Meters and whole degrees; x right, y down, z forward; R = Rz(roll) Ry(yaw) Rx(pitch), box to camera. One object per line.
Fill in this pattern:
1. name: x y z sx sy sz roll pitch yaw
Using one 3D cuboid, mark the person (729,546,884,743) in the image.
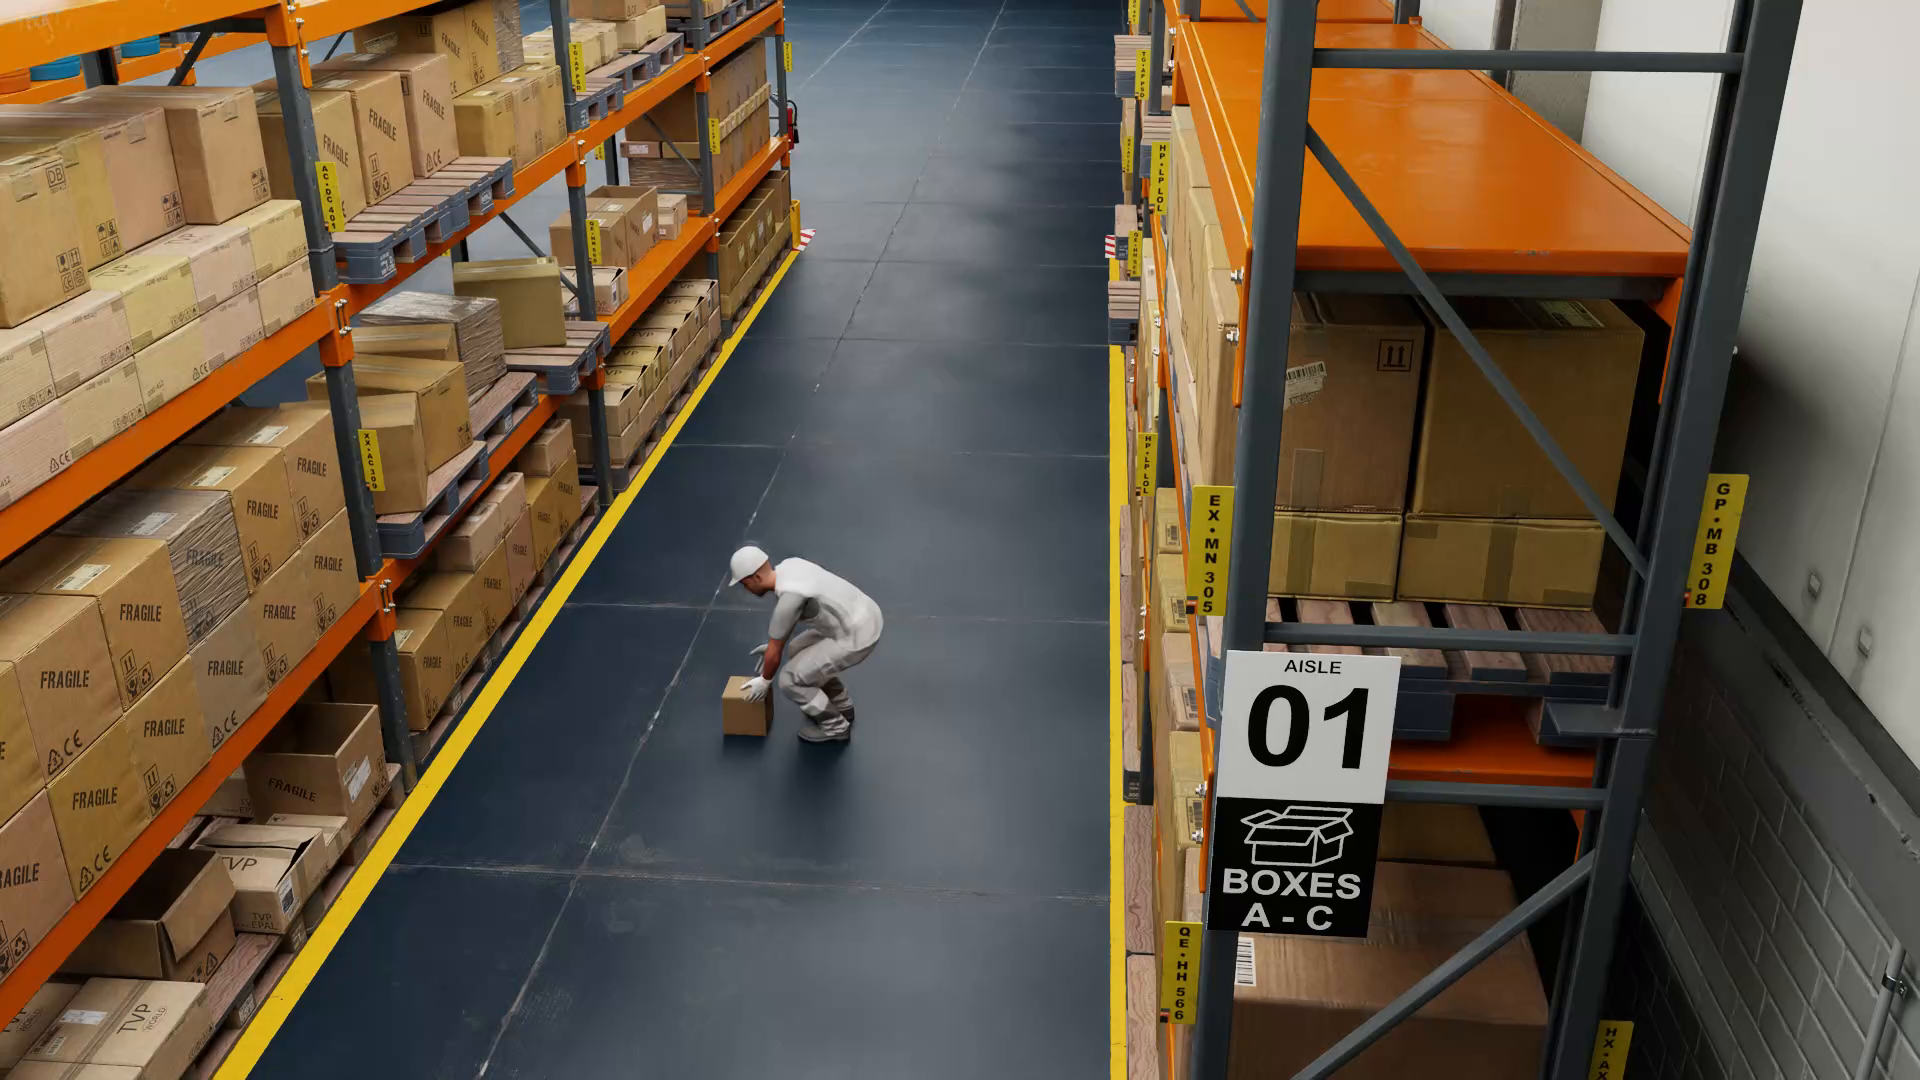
1. person: -0.865 0.578 9.455 0.852 1.172 0.584 2 24 4
